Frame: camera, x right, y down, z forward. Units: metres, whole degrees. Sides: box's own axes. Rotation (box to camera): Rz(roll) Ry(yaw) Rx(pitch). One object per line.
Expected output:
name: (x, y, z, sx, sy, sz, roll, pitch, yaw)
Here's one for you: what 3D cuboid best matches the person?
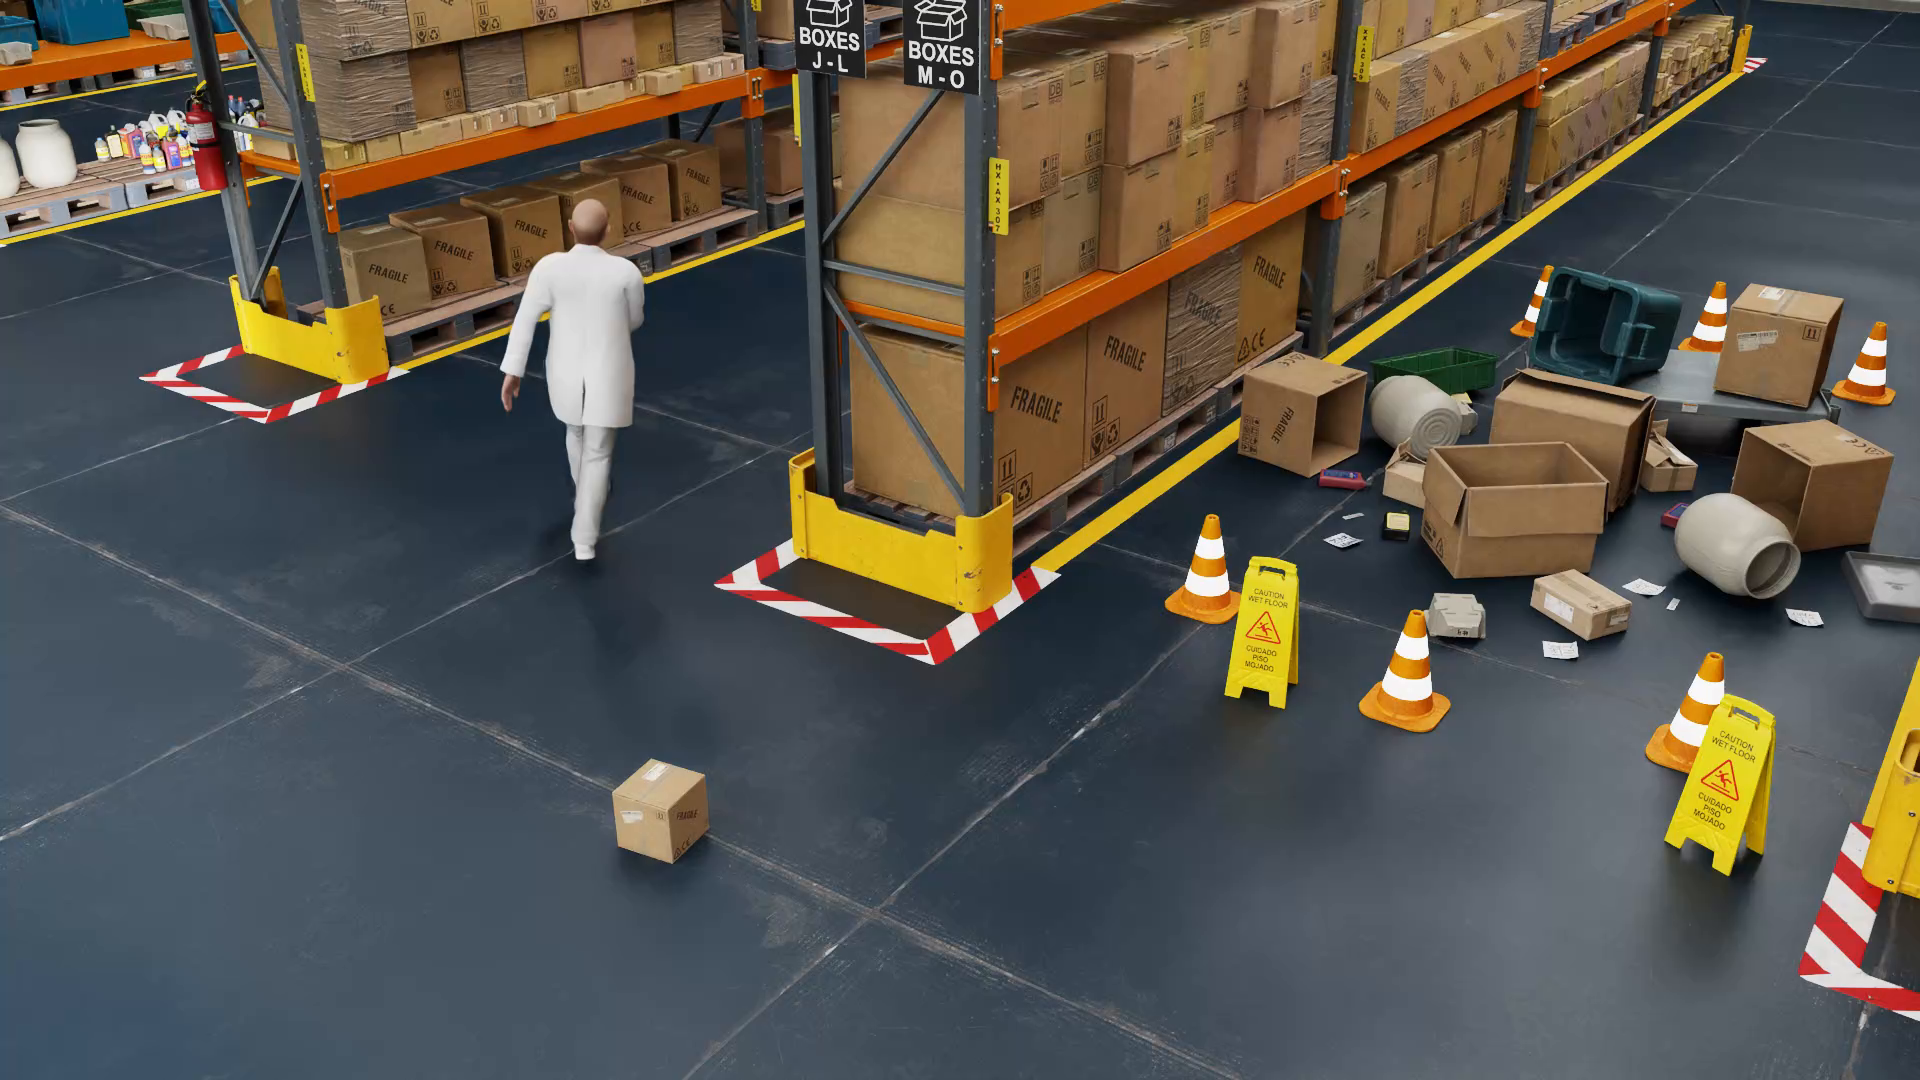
person: (-1.880, -0.853, 8.315, 0.690, 1.742, 0.975, 0, 27, 0)
